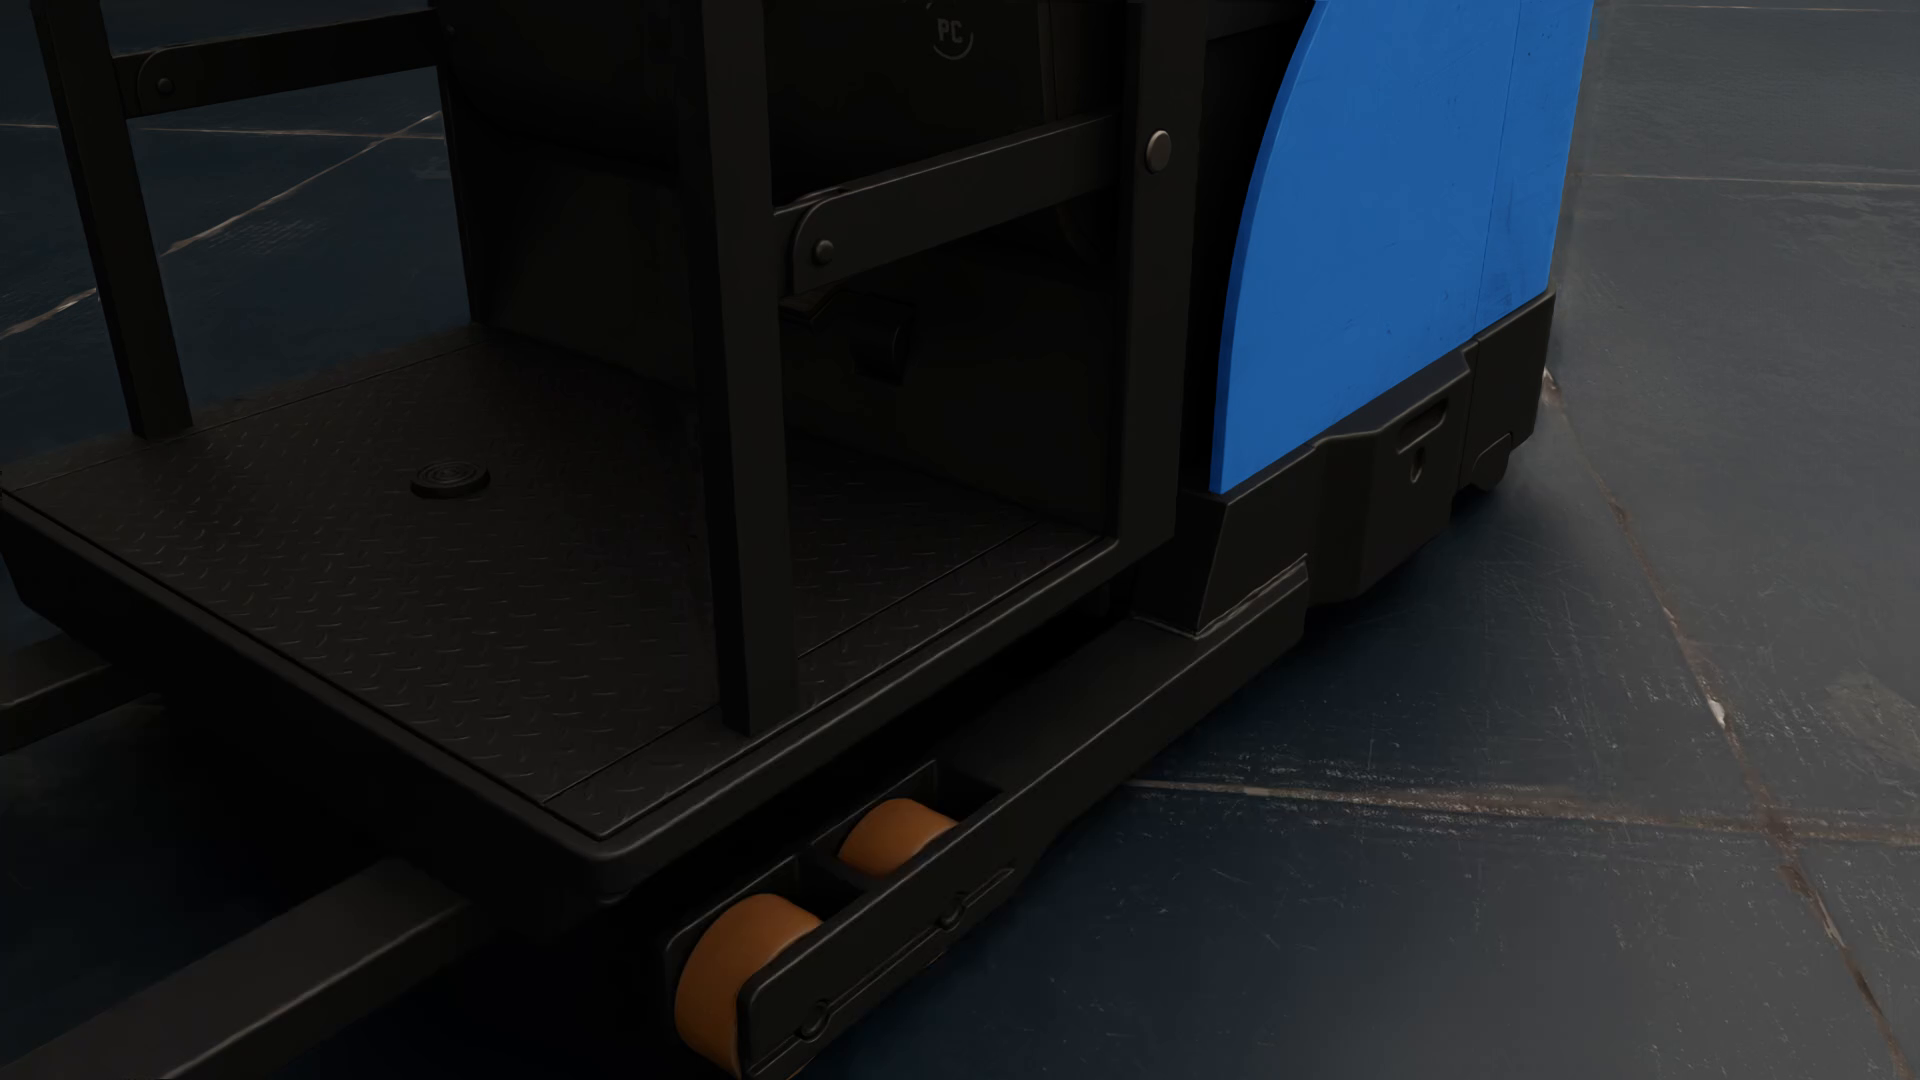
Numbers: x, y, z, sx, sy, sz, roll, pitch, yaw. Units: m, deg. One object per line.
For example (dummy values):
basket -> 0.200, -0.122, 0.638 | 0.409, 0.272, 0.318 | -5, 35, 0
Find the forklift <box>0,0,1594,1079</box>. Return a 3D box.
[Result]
forklift -> -0.384, -1.070, 1.362 | 1.130, 2.935, 3.031 | 20, 33, 34
